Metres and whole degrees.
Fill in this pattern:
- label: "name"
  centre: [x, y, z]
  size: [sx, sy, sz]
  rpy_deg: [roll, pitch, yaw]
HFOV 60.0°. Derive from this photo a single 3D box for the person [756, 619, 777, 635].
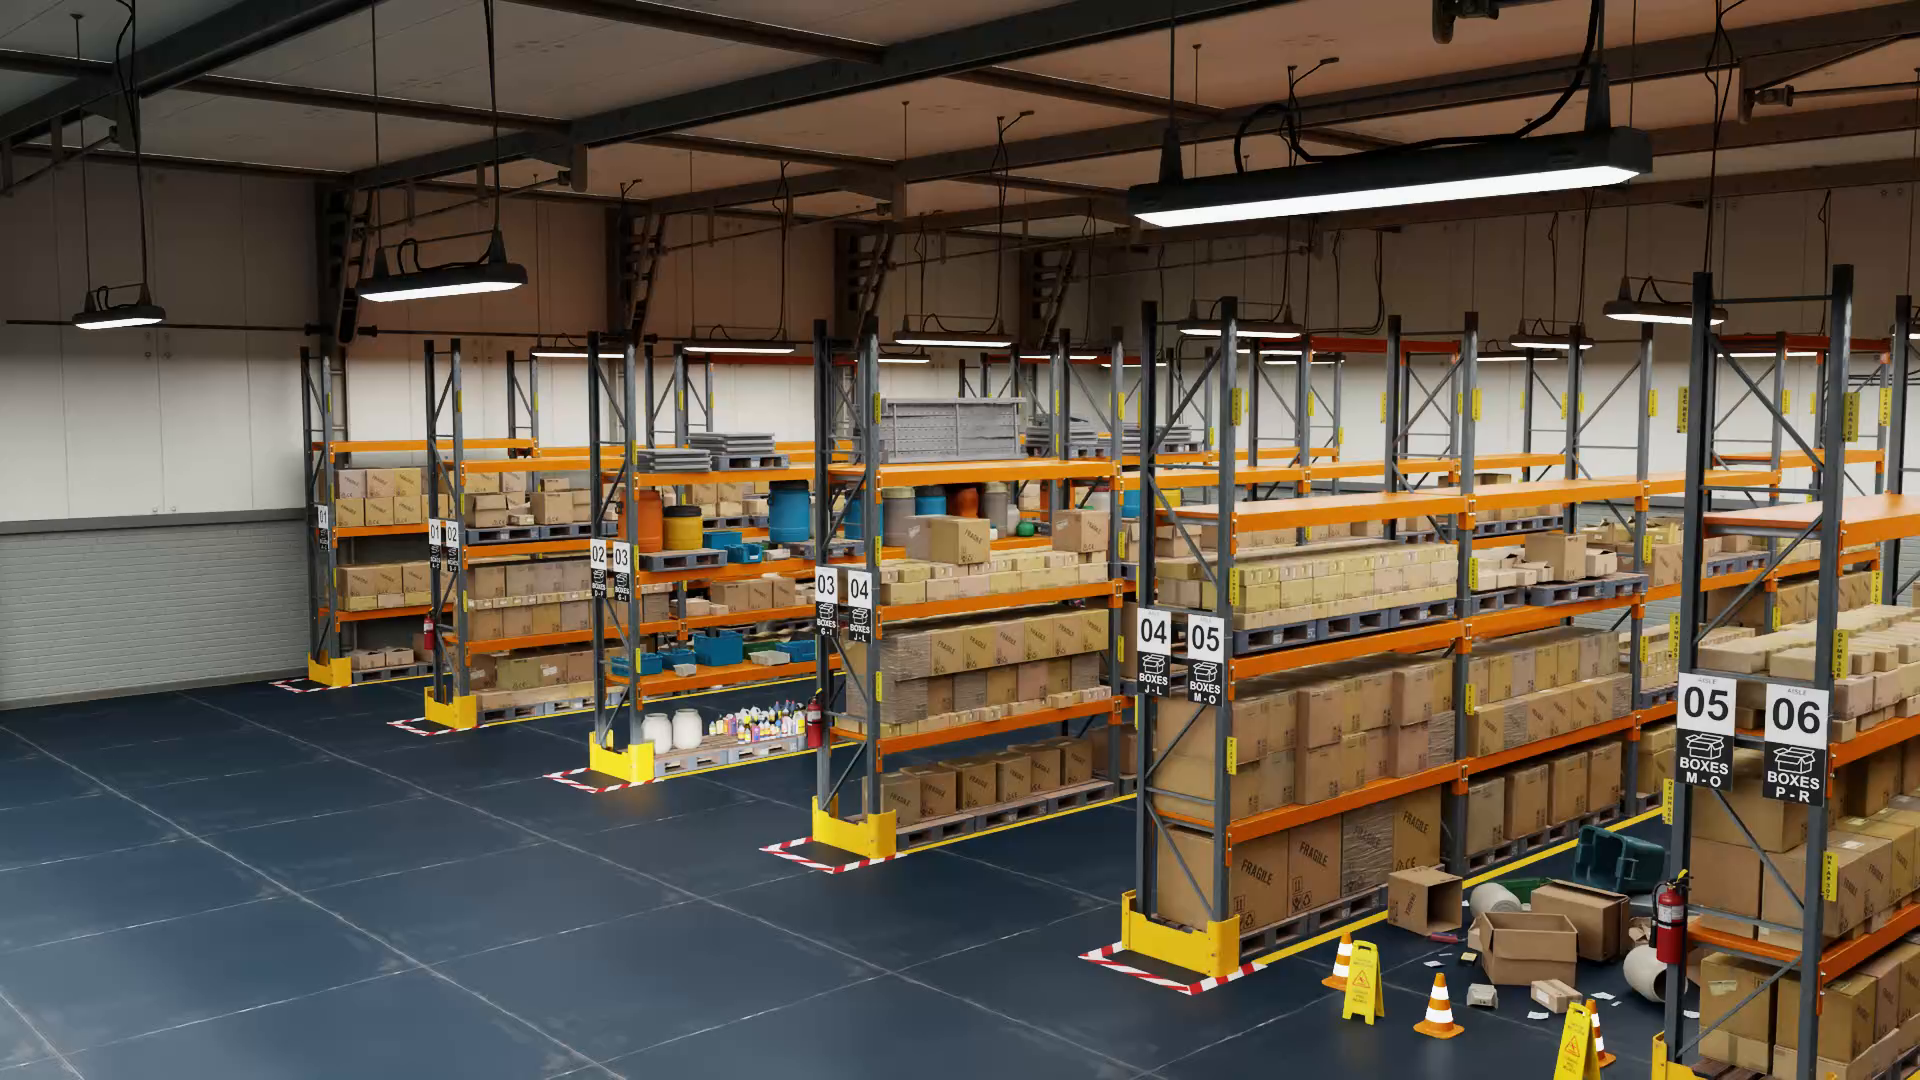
- label: "person"
  centre: [-3.718, 1.595, 32.356]
  size: [0.674, 1.491, 0.622]
  rpy_deg: [3, 6, 34]
